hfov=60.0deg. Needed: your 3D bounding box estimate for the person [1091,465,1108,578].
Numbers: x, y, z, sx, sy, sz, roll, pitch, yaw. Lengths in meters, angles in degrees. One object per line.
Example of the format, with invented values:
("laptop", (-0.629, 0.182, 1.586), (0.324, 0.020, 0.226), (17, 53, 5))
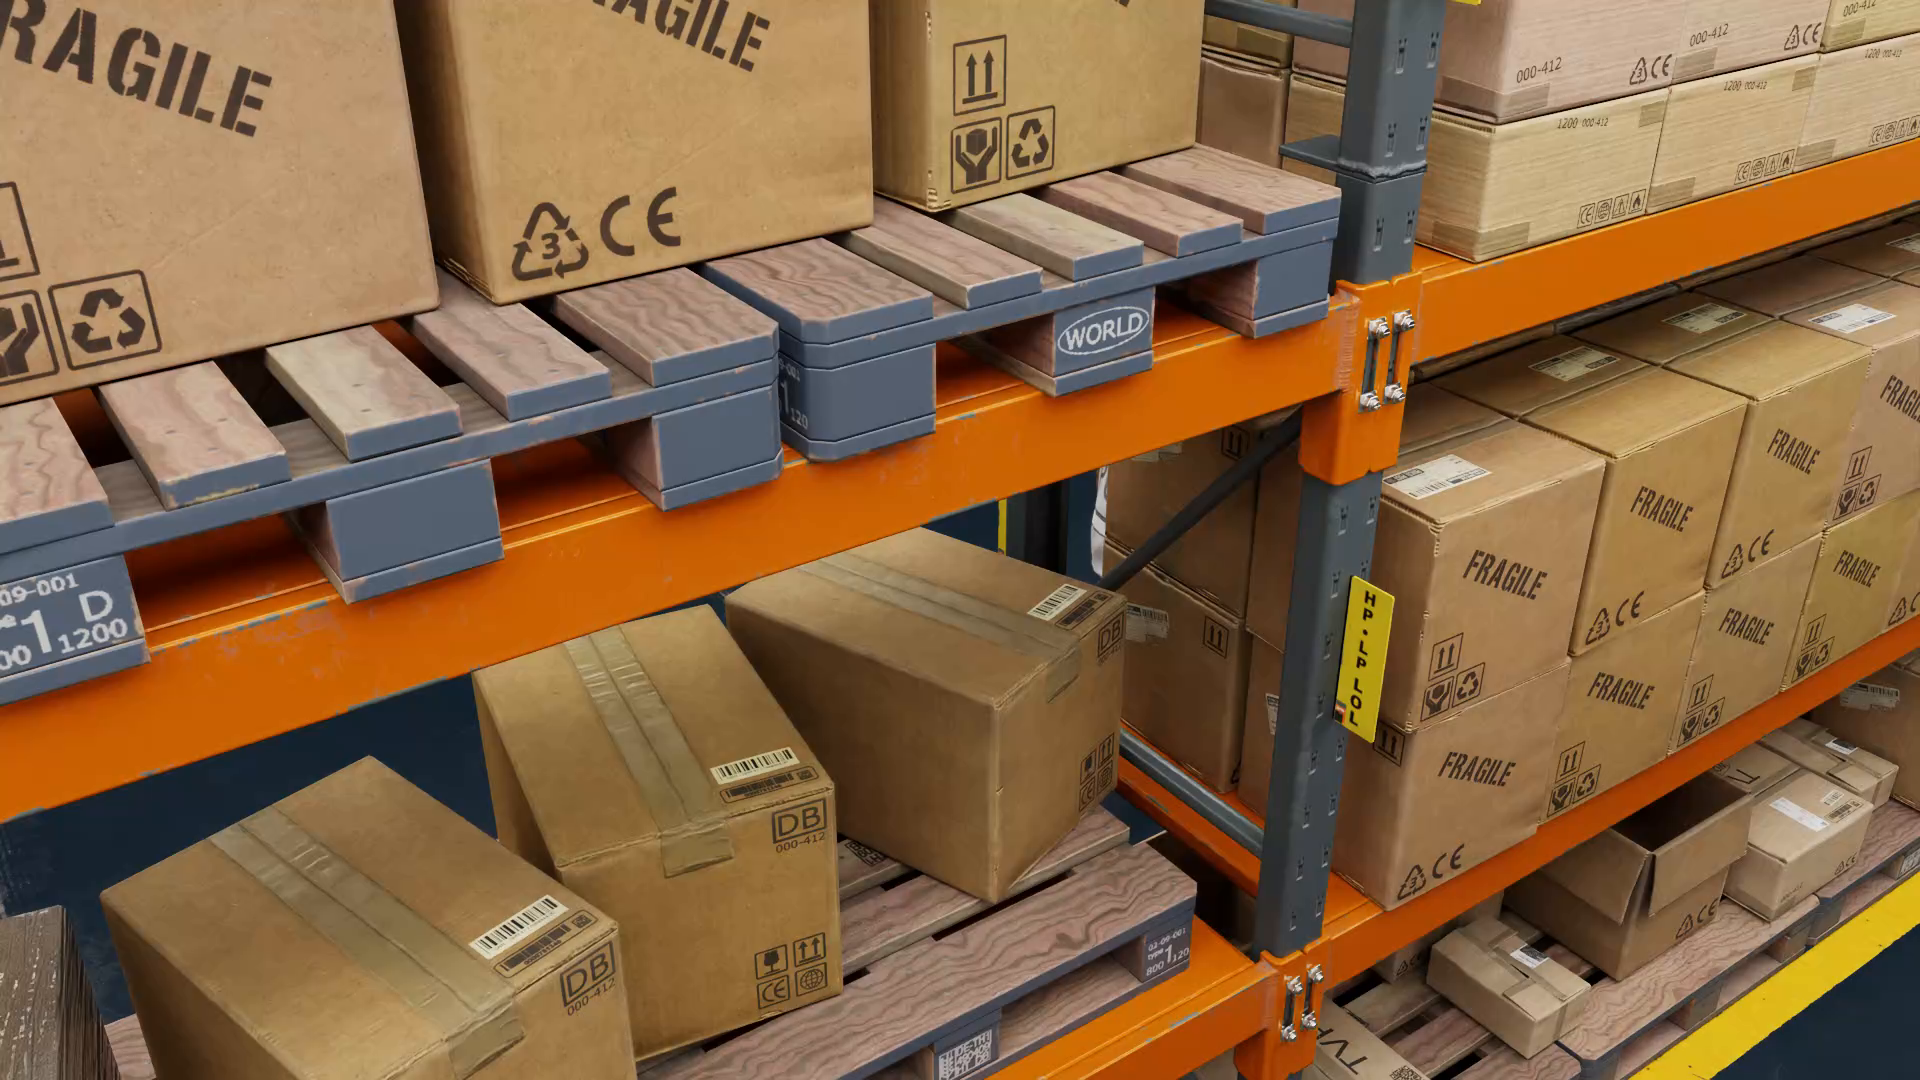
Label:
("person", (0.713, 0.085, 5.958), (0.437, 1.747, 0.604), (-19, 34, -31))
